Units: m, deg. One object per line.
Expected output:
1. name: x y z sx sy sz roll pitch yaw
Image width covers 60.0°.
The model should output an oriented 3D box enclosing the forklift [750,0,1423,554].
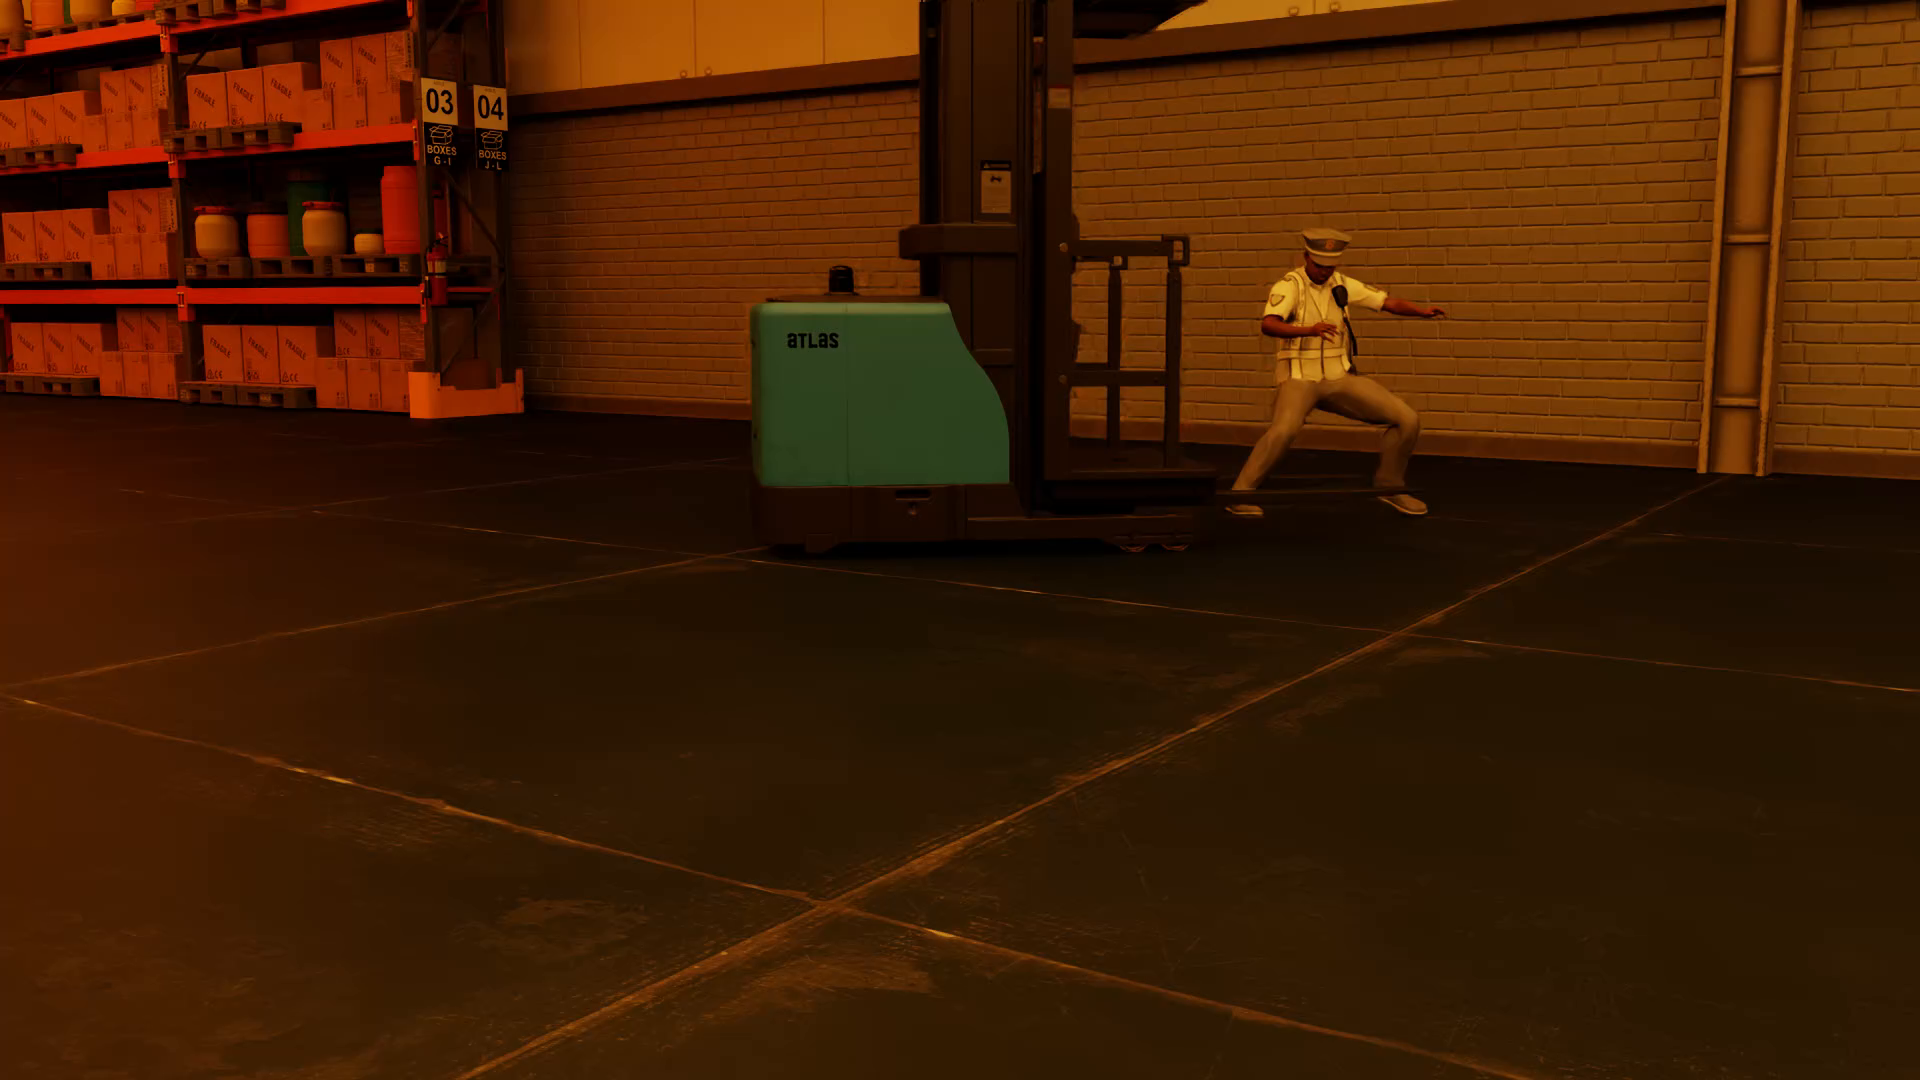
1. forklift: 0.575 -1.467 7.512 3.031 2.935 1.130 -1 8 -9

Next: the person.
1. person: 1.814 -0.803 8.093 1.104 1.421 0.671 -1 8 -10
